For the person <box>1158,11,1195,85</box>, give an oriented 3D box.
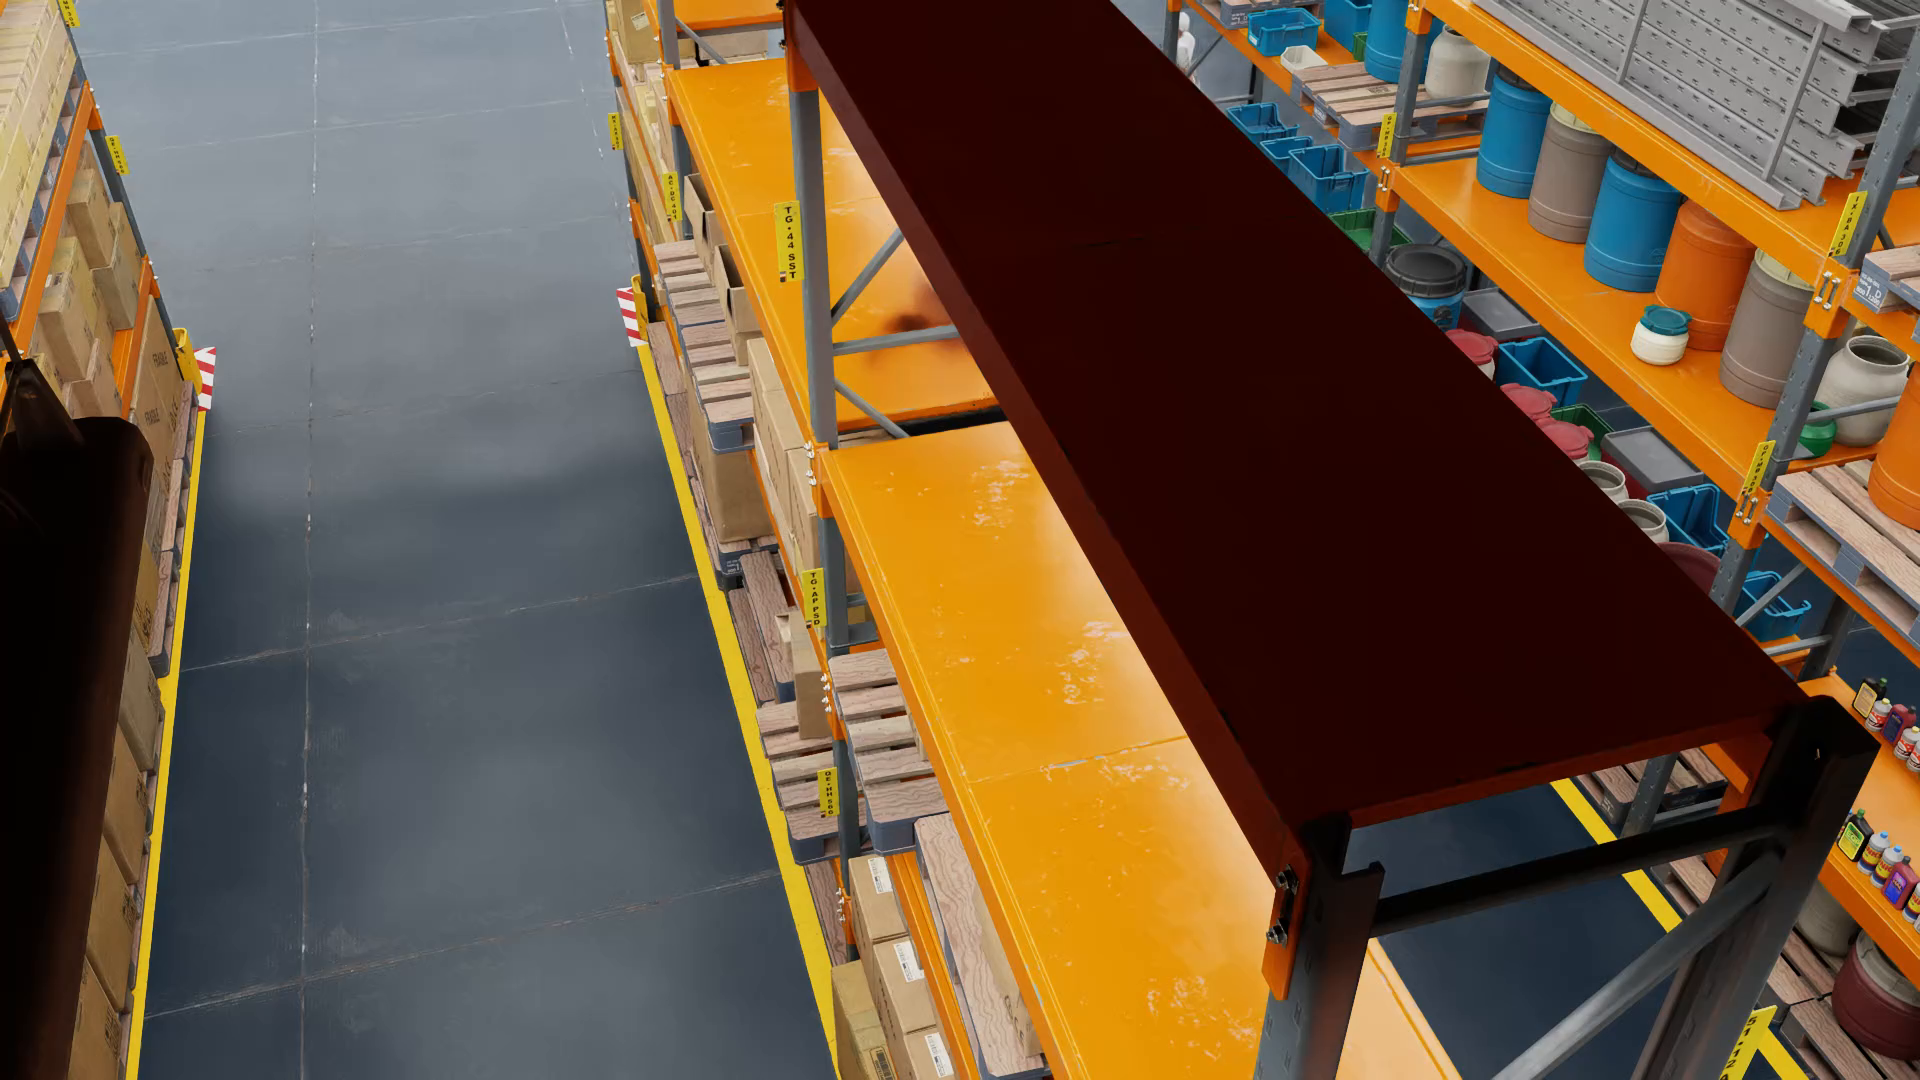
[{"bbox_3d":[2.239,-4.560,17.165,0.775,1.842,0.644,20,43,23],"label":"person"}]
